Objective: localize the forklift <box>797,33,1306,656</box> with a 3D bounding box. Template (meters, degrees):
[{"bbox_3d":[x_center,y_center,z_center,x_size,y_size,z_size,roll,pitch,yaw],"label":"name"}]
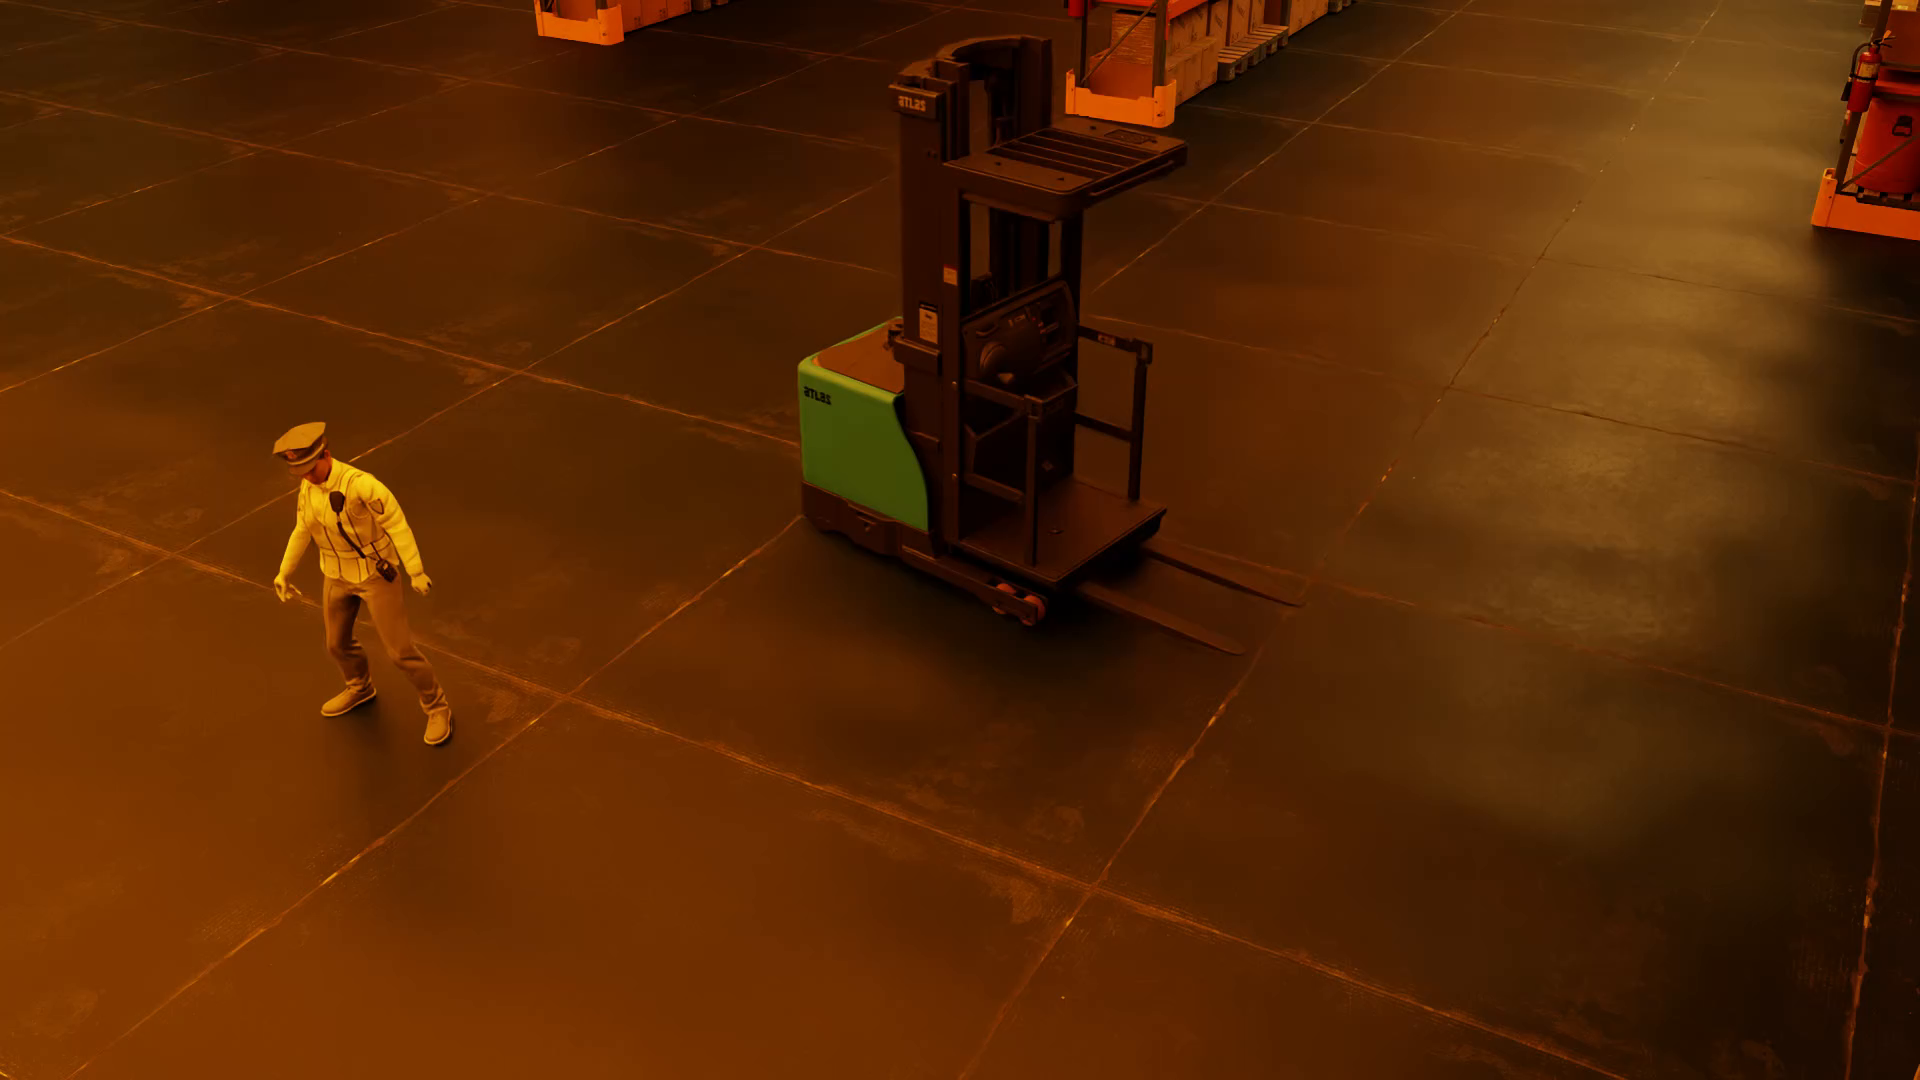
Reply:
[{"bbox_3d":[0.492,-1.095,8.968,3.031,2.935,1.130,22,37,34],"label":"forklift"}]

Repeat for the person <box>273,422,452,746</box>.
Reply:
[{"bbox_3d":[-2.914,0.197,8.036,0.814,1.637,0.371,11,32,19],"label":"person"}]
